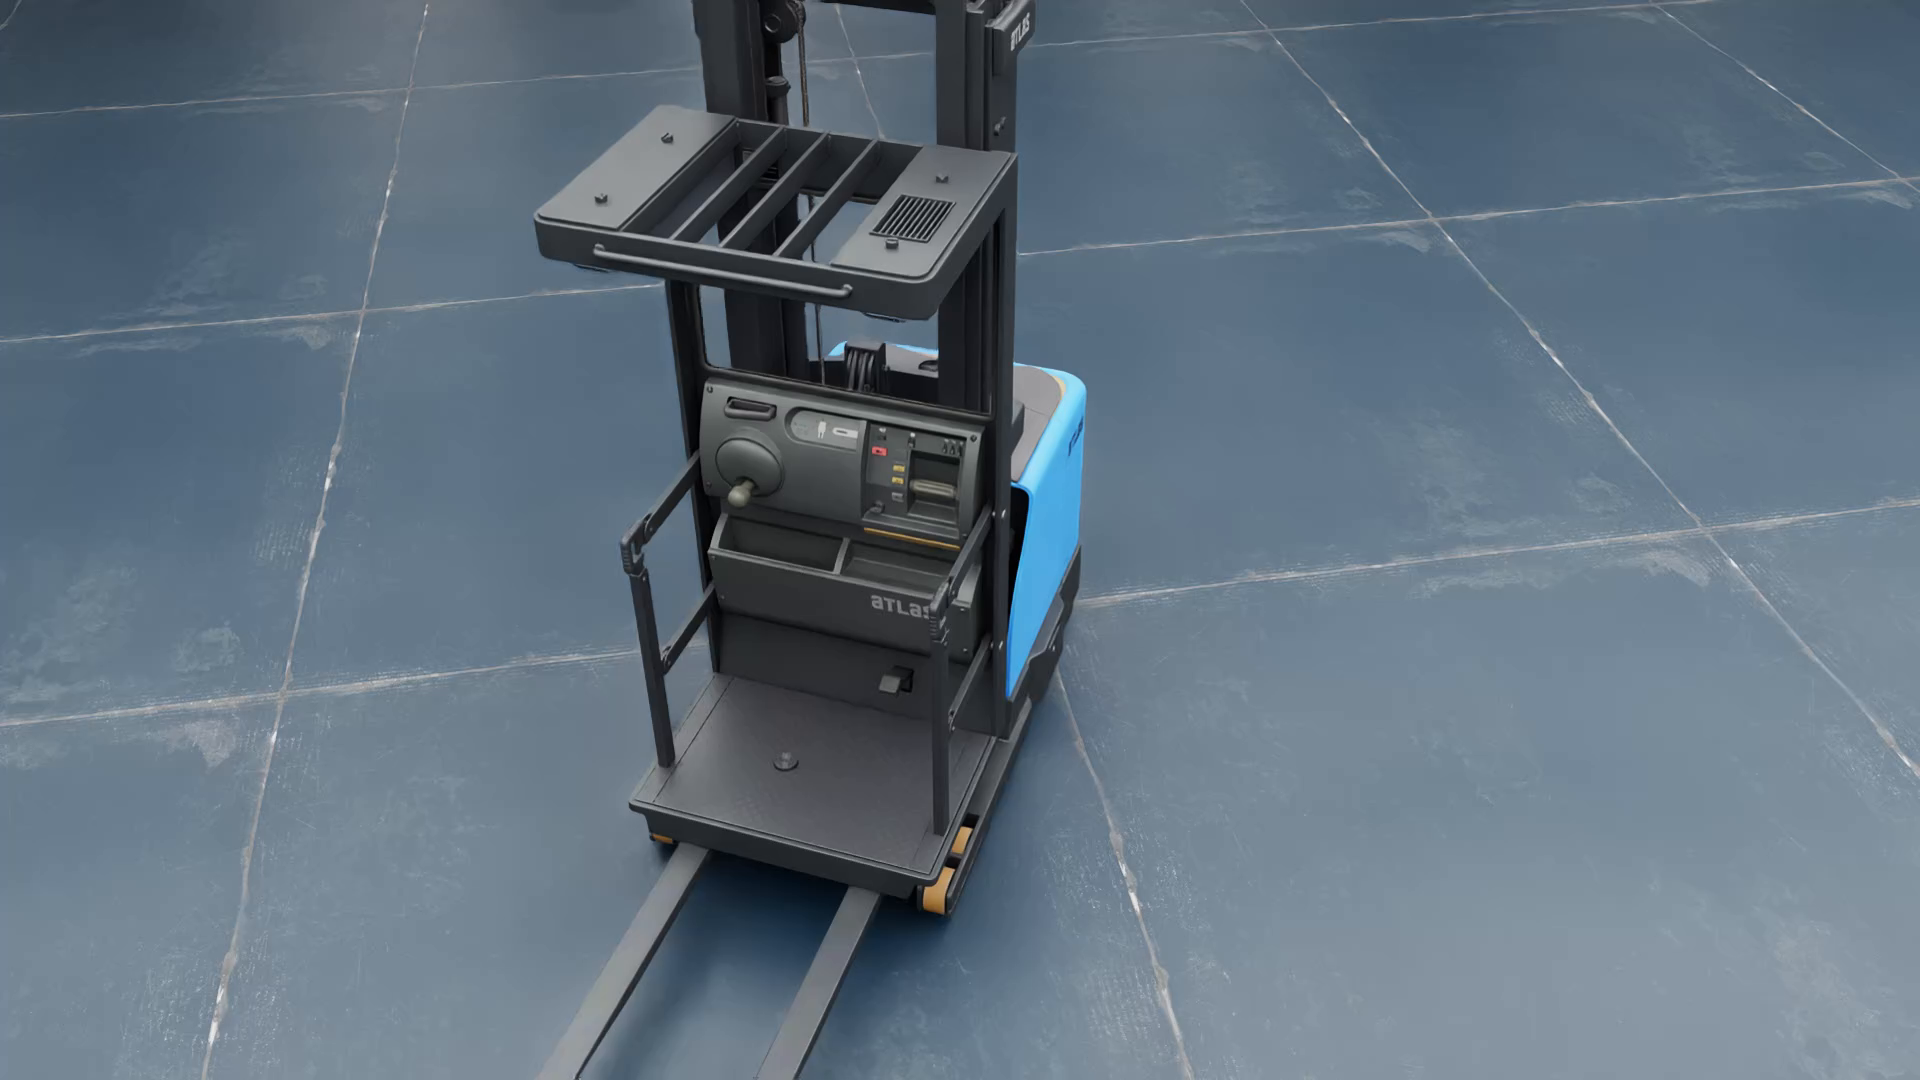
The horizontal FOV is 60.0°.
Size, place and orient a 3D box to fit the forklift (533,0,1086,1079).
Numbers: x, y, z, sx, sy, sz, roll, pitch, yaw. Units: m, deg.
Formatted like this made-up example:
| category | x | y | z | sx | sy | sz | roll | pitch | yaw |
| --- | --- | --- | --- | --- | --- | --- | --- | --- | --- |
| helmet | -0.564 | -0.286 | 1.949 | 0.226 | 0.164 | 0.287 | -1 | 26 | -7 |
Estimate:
| category | x | y | z | sx | sy | sz | roll | pitch | yaw |
| --- | --- | --- | --- | --- | --- | --- | --- | --- | --- |
| forklift | -0.450 | -0.174 | 5.085 | 1.130 | 2.935 | 3.031 | 11 | 39 | 14 |
